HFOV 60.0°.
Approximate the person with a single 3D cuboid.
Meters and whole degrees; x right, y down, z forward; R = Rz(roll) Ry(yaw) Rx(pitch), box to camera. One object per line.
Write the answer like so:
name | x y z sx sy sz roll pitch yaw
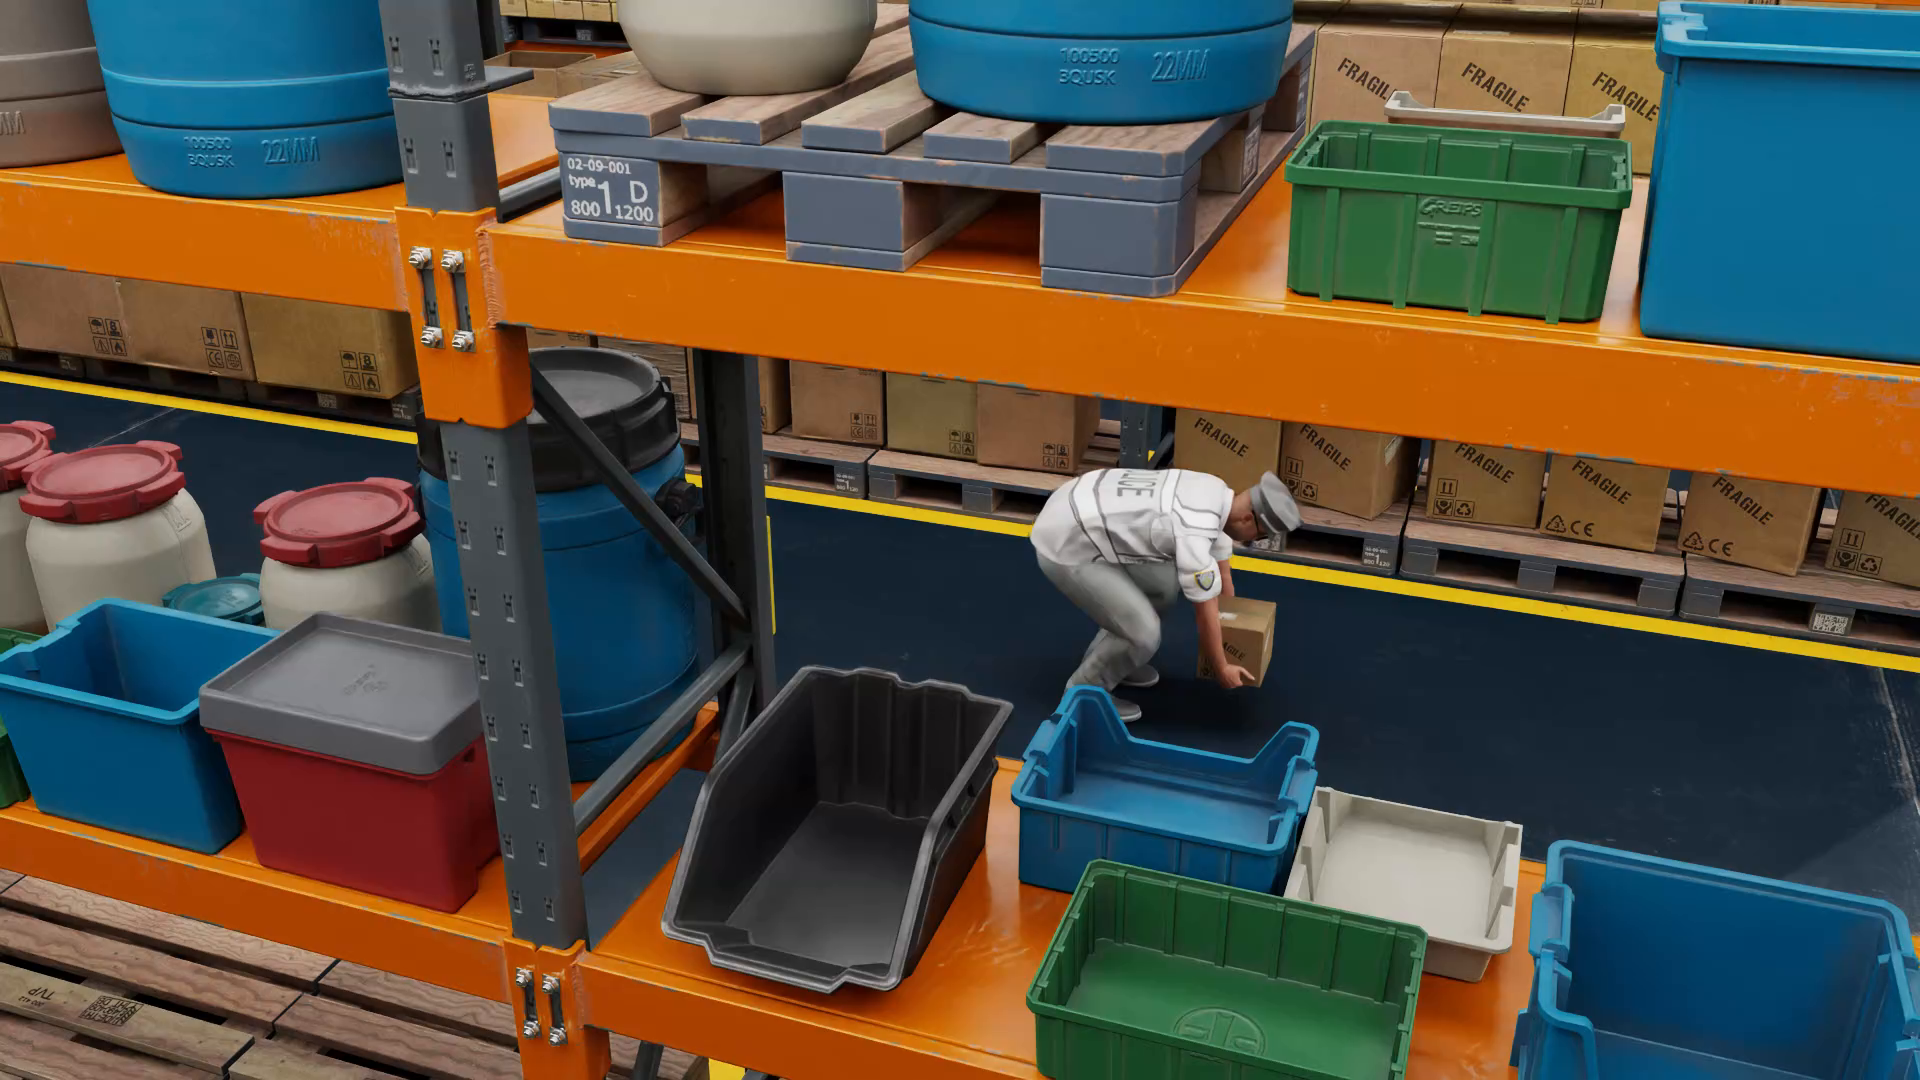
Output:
person | 0.792 0.190 6.532 1.029 1.042 0.541 7 27 15
